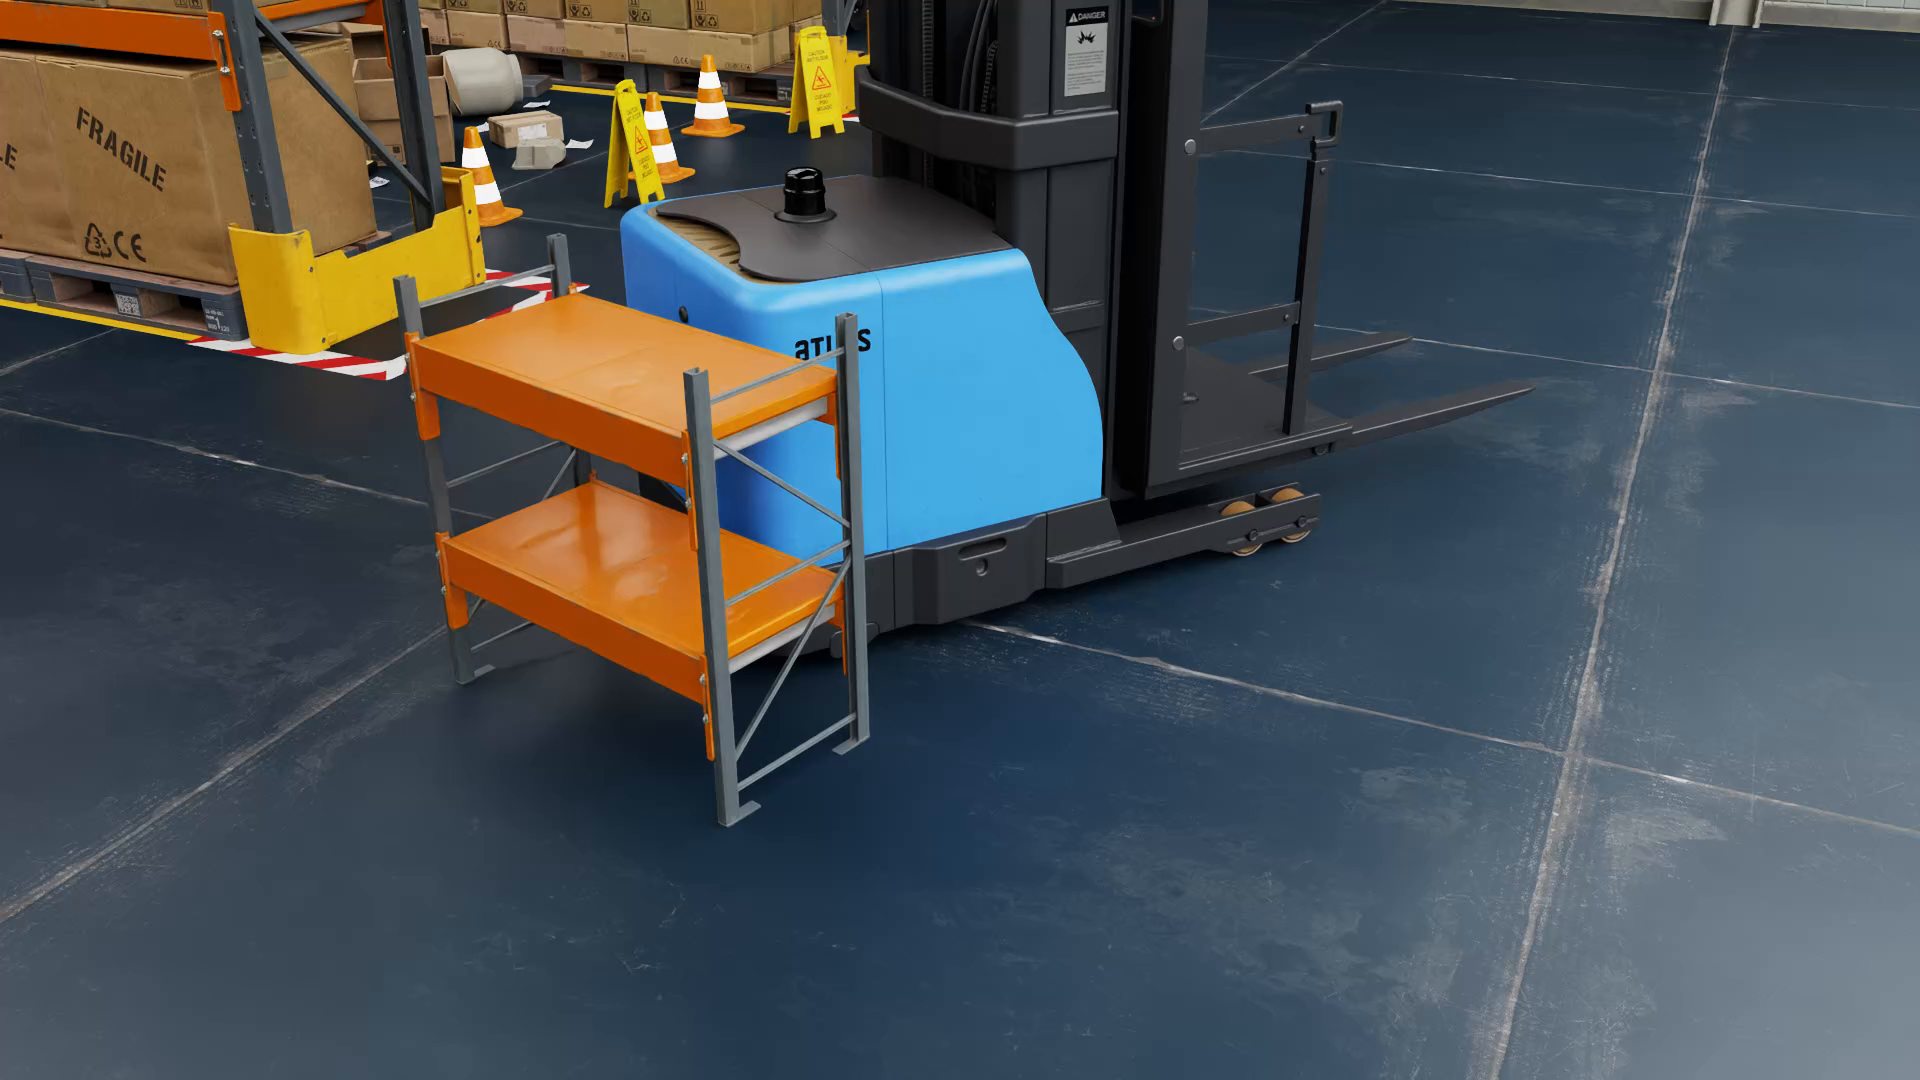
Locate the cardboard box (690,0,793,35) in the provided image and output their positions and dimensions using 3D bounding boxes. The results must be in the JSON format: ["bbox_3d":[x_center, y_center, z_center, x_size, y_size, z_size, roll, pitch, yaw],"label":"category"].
[{"bbox_3d":[-1.470,-3.703,11.164,0.500,0.500,0.500,12,28,22],"label":"cardboard box"}]

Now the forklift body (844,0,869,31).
[{"bbox_3d":[-1.063,-5.599,14.187,1.214,2.155,2.313,11,28,22],"label":"forklift body"}]

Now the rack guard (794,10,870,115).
[{"bbox_3d":[-0.702,-3.262,11.310,0.348,0.500,1.175,11,28,22],"label":"rack guard"}]

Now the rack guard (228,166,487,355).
[{"bbox_3d":[-2.568,-1.235,7.193,0.348,0.500,1.175,11,28,22],"label":"rack guard"}]

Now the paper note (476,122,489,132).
[{"bbox_3d":[-3.028,-2.621,10.552,0.142,0.019,0.148,23,35,39],"label":"paper note"}]

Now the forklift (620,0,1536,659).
[{"bbox_3d":[0.547,-1.453,4.882,3.031,2.935,1.130,-14,30,-26],"label":"forklift"}]

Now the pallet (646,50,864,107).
[{"bbox_3d":[-1.427,-3.296,11.705,1.213,0.211,1.003,11,28,22],"label":"pallet"}]

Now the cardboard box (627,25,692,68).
[{"bbox_3d":[-1.948,-3.462,11.524,0.500,0.250,0.500,11,28,22],"label":"cardboard box"}]

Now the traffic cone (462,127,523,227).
[{"bbox_3d":[-2.486,-1.891,8.567,0.334,0.463,0.336,11,28,22],"label":"traffic cone"}]

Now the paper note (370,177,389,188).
[{"bbox_3d":[-3.277,-1.990,9.260,0.142,0.017,0.144,23,35,39],"label":"paper note"}]

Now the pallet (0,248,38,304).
[{"bbox_3d":[-4.457,-1.449,7.953,1.213,0.211,1.003,11,28,22],"label":"pallet"}]

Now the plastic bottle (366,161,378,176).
[{"bbox_3d":[-3.489,-2.127,9.500,0.283,0.061,0.133,2,26,4],"label":"plastic bottle"}]

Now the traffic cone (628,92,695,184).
[{"bbox_3d":[-1.708,-2.283,9.364,0.334,0.463,0.336,11,28,22],"label":"traffic cone"}]

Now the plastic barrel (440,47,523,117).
[{"bbox_3d":[-3.140,-2.983,10.830,0.512,0.421,0.421,-12,29,-23],"label":"plastic barrel"}]

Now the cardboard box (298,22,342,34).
[{"bbox_3d":[-4.753,-4.206,12.896,0.625,0.372,0.950,12,29,22],"label":"cardboard box"}]

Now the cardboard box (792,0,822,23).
[{"bbox_3d":[-1.275,-3.924,11.613,0.500,0.500,0.500,10,28,20],"label":"cardboard box"}]

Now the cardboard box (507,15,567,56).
[{"bbox_3d":[-2.874,-3.651,11.907,0.500,0.250,0.500,11,28,21],"label":"cardboard box"}]

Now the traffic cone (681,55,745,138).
[{"bbox_3d":[-1.558,-2.792,10.397,0.334,0.463,0.336,11,28,22],"label":"traffic cone"}]

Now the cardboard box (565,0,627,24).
[{"bbox_3d":[-2.403,-3.892,11.548,0.500,0.500,0.500,11,28,21],"label":"cardboard box"}]

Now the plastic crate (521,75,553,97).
[{"bbox_3d":[-3.184,-3.175,11.608,0.583,0.080,0.402,2,26,4],"label":"plastic crate"}]

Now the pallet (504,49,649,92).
[{"bbox_3d":[-2.534,-3.519,12.159,1.213,0.211,1.003,11,28,22],"label":"pallet"}]

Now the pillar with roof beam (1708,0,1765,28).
[{"bbox_3d":[4.837,-6.720,8.711,0.400,9.000,9.100,11,28,22],"label":"pillar with roof beam"}]

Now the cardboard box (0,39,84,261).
[{"bbox_3d":[-4.036,-1.854,7.549,0.875,0.875,0.875,11,28,21],"label":"cardboard box"}]

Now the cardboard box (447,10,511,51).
[{"bbox_3d":[-3.358,-3.747,12.102,0.500,0.250,0.500,13,29,25],"label":"cardboard box"}]

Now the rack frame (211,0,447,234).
[{"bbox_3d":[-2.590,-2.361,6.650,0.127,3.000,1.000,11,28,22],"label":"rack frame"}]

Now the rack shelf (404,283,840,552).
[{"bbox_3d":[-0.793,-0.325,3.973,1.000,0.278,0.538,20,32,34],"label":"rack shelf"}]

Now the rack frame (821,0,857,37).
[{"bbox_3d":[-0.633,-4.370,10.730,0.127,3.000,1.000,11,28,22],"label":"rack frame"}]

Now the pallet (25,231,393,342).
[{"bbox_3d":[-3.350,-1.225,7.499,1.213,0.211,1.003,11,28,22],"label":"pallet"}]

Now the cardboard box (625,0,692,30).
[{"bbox_3d":[-1.947,-3.797,11.355,0.500,0.500,0.500,12,29,24],"label":"cardboard box"}]

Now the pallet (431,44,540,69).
[{"bbox_3d":[-3.648,-3.742,12.611,1.213,0.211,1.003,11,28,22],"label":"pallet"}]

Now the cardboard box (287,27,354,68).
[{"bbox_3d":[-4.134,-2.782,10.177,0.503,0.637,0.797,11,28,22],"label":"cardboard box"}]

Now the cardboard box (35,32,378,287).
[{"bbox_3d":[-3.235,-1.694,7.224,0.875,0.875,0.875,12,28,22],"label":"cardboard box"}]

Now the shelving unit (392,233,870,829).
[{"bbox_3d":[-0.793,-0.062,4.103,1.048,1.125,0.538,20,32,34],"label":"shelving unit"}]

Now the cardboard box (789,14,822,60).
[{"bbox_3d":[-1.253,-3.584,11.770,0.500,0.250,0.500,11,28,21],"label":"cardboard box"}]

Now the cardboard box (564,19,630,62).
[{"bbox_3d":[-2.427,-3.556,11.714,0.500,0.250,0.500,10,28,20],"label":"cardboard box"}]

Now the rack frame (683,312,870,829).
[{"bbox_3d":[-0.398,0.079,3.816,0.032,1.125,0.500,20,32,34],"label":"rack frame"}]

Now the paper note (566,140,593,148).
[{"bbox_3d":[-2.317,-2.410,10.111,0.142,0.019,0.148,2,26,4],"label":"paper note"}]

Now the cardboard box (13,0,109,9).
[{"bbox_3d":[-3.456,-2.570,6.904,0.550,0.550,0.875,11,28,22],"label":"cardboard box"}]

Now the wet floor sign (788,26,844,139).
[{"bbox_3d":[-0.903,-2.849,10.306,0.232,0.644,0.267,23,35,39],"label":"wet floor sign"}]

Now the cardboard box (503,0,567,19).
[{"bbox_3d":[-2.885,-3.988,11.742,0.500,0.500,0.500,13,29,24],"label":"cardboard box"}]

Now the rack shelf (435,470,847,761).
[{"bbox_3d":[-0.793,0.157,4.211,1.000,0.278,0.538,20,32,34],"label":"rack shelf"}]

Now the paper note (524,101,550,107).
[{"bbox_3d":[-2.842,-2.931,11.169,0.148,0.019,0.142,2,26,4],"label":"paper note"}]

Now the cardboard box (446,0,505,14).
[{"bbox_3d":[-3.357,-4.083,11.936,0.500,0.500,0.500,13,29,24],"label":"cardboard box"}]

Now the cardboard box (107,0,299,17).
[{"bbox_3d":[-2.946,-2.478,6.718,0.550,0.550,0.875,11,28,22],"label":"cardboard box"}]

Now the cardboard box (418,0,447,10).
[{"bbox_3d":[-3.849,-4.176,12.125,0.500,0.500,0.500,13,29,24],"label":"cardboard box"}]

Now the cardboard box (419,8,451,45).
[{"bbox_3d":[-3.849,-3.840,12.291,0.500,0.250,0.500,10,28,19],"label":"cardboard box"}]

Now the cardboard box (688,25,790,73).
[{"bbox_3d":[-1.502,-3.369,11.334,0.500,0.250,0.500,11,28,22],"label":"cardboard box"}]

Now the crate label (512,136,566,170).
[{"bbox_3d":[-2.450,-2.256,9.677,0.298,0.136,0.250,-2,26,-5],"label":"crate label"}]

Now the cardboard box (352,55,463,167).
[{"bbox_3d":[-3.280,-2.553,9.866,0.637,0.503,0.797,-7,27,-14],"label":"cardboard box"}]

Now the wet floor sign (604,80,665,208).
[{"bbox_3d":[-1.744,-2.096,8.776,0.232,0.644,0.267,6,27,13],"label":"wet floor sign"}]

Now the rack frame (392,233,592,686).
[{"bbox_3d":[-1.188,-0.204,4.390,0.032,1.125,0.500,20,32,34],"label":"rack frame"}]

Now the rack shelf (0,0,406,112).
[{"bbox_3d":[-4.410,-2.404,7.552,4.000,0.370,1.077,11,28,22],"label":"rack shelf"}]

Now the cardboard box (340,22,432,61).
[{"bbox_3d":[-3.862,-3.238,11.258,0.500,0.500,0.500,-12,29,-23],"label":"cardboard box"}]

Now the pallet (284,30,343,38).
[{"bbox_3d":[-4.983,-3.992,13.119,1.213,0.211,1.003,11,28,22],"label":"pallet"}]

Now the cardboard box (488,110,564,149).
[{"bbox_3d":[-2.662,-2.518,10.197,0.380,0.149,0.250,-18,31,-31],"label":"cardboard box"}]
